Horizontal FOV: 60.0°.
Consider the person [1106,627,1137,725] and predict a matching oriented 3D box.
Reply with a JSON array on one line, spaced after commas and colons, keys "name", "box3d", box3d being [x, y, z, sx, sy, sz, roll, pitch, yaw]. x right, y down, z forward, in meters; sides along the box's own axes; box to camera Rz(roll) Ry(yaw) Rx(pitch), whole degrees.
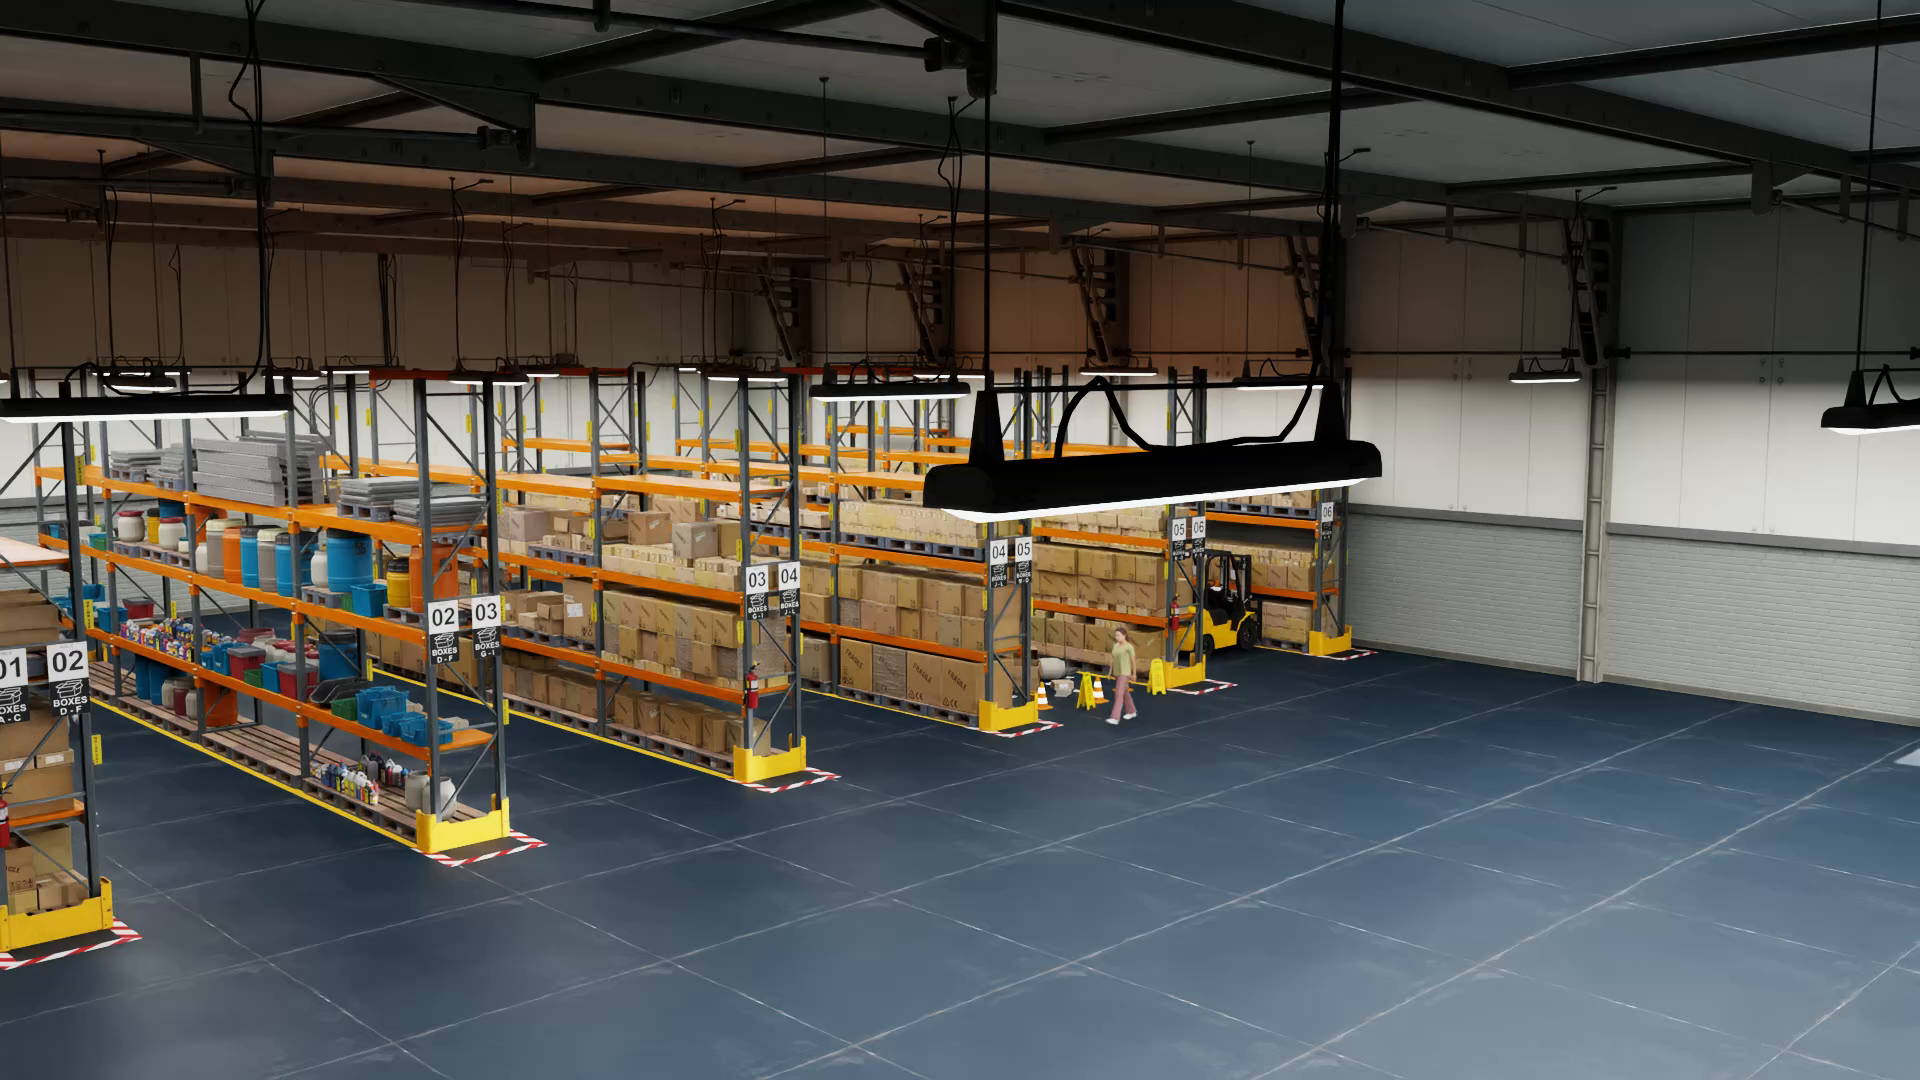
[{"name": "person", "box3d": [2.732, 2.304, 28.451, 0.888, 1.641, 0.461, -4, 8, -35]}]

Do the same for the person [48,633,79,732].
[{"name": "person", "box3d": [-14.959, 2.374, 27.775, 0.544, 1.652, 0.519, -5, 8, -35]}]
